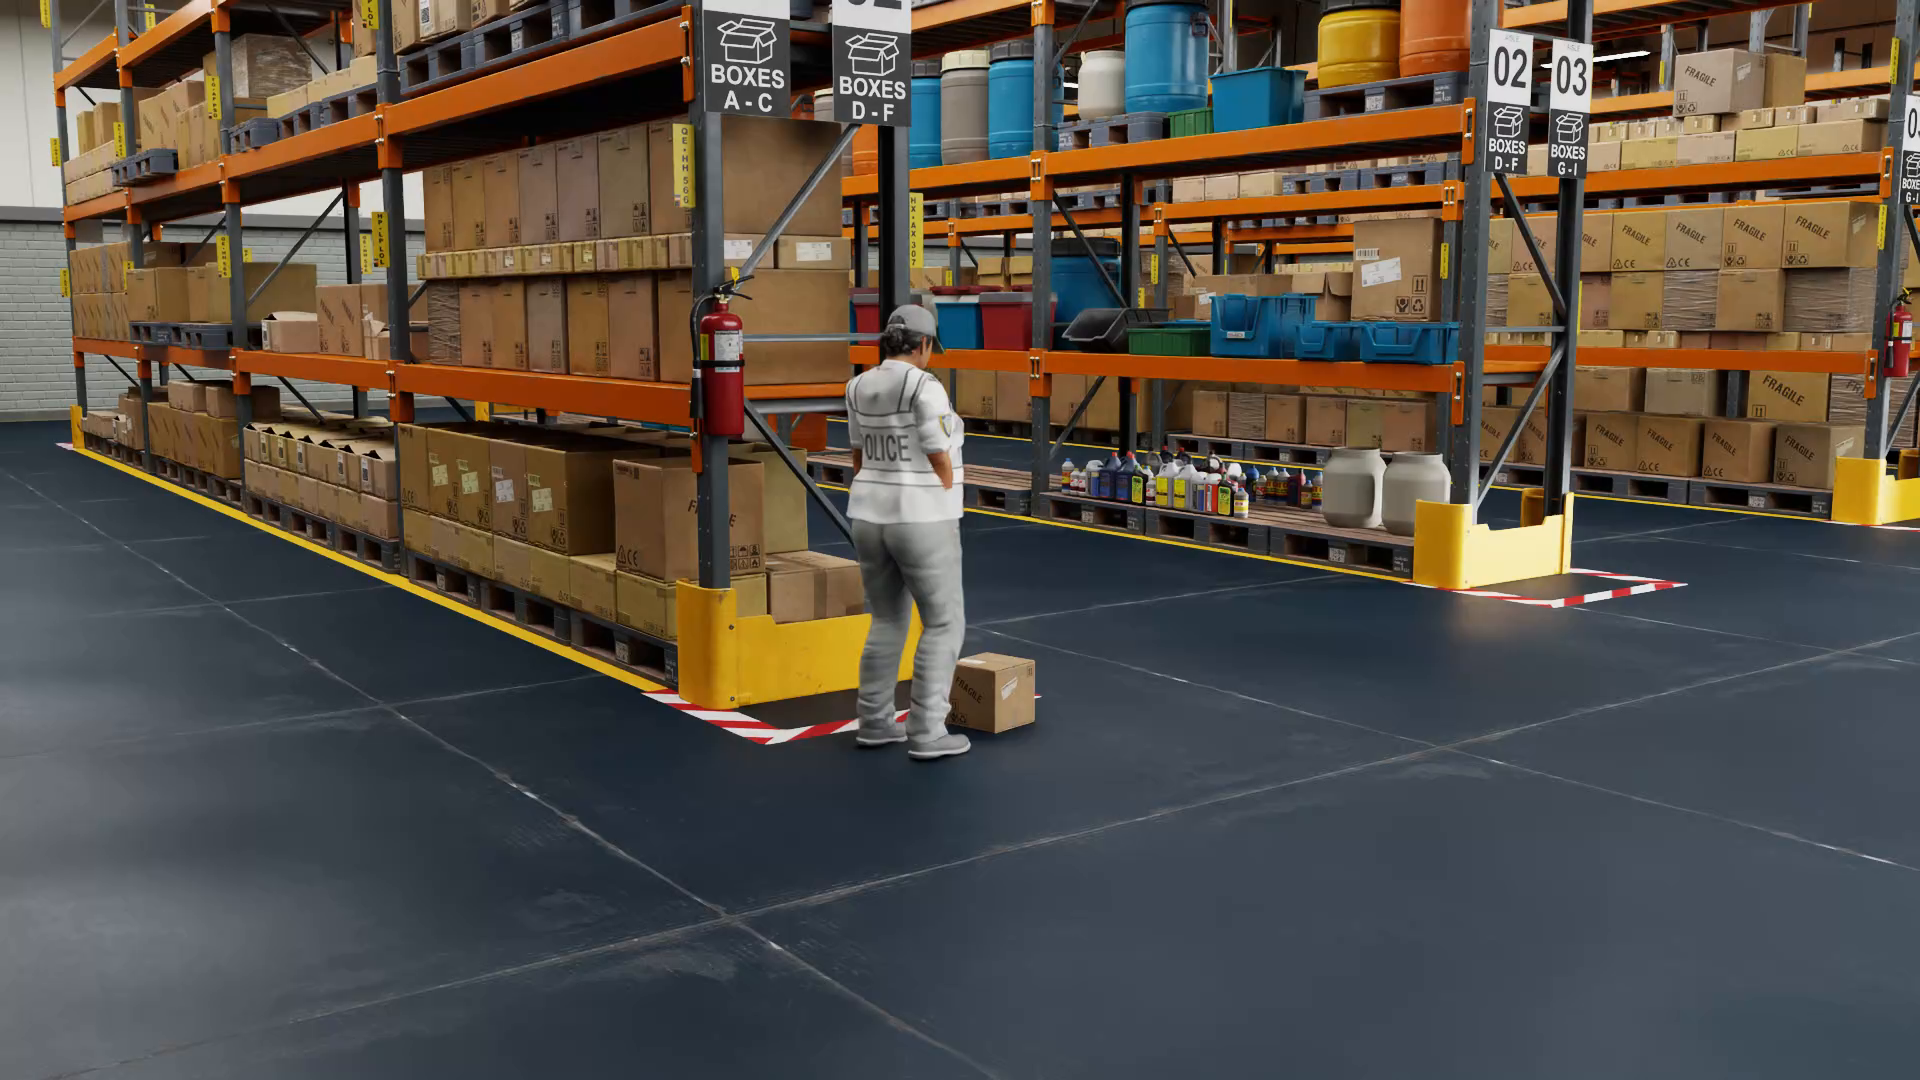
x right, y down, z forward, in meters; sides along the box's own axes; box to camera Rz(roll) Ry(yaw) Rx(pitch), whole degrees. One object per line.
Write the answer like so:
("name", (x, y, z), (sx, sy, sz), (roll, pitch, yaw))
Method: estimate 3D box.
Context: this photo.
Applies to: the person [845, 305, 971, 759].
("person", (-0.201, -0.034, 6.136), (0.476, 1.650, 0.401), (7, 10, 41))
